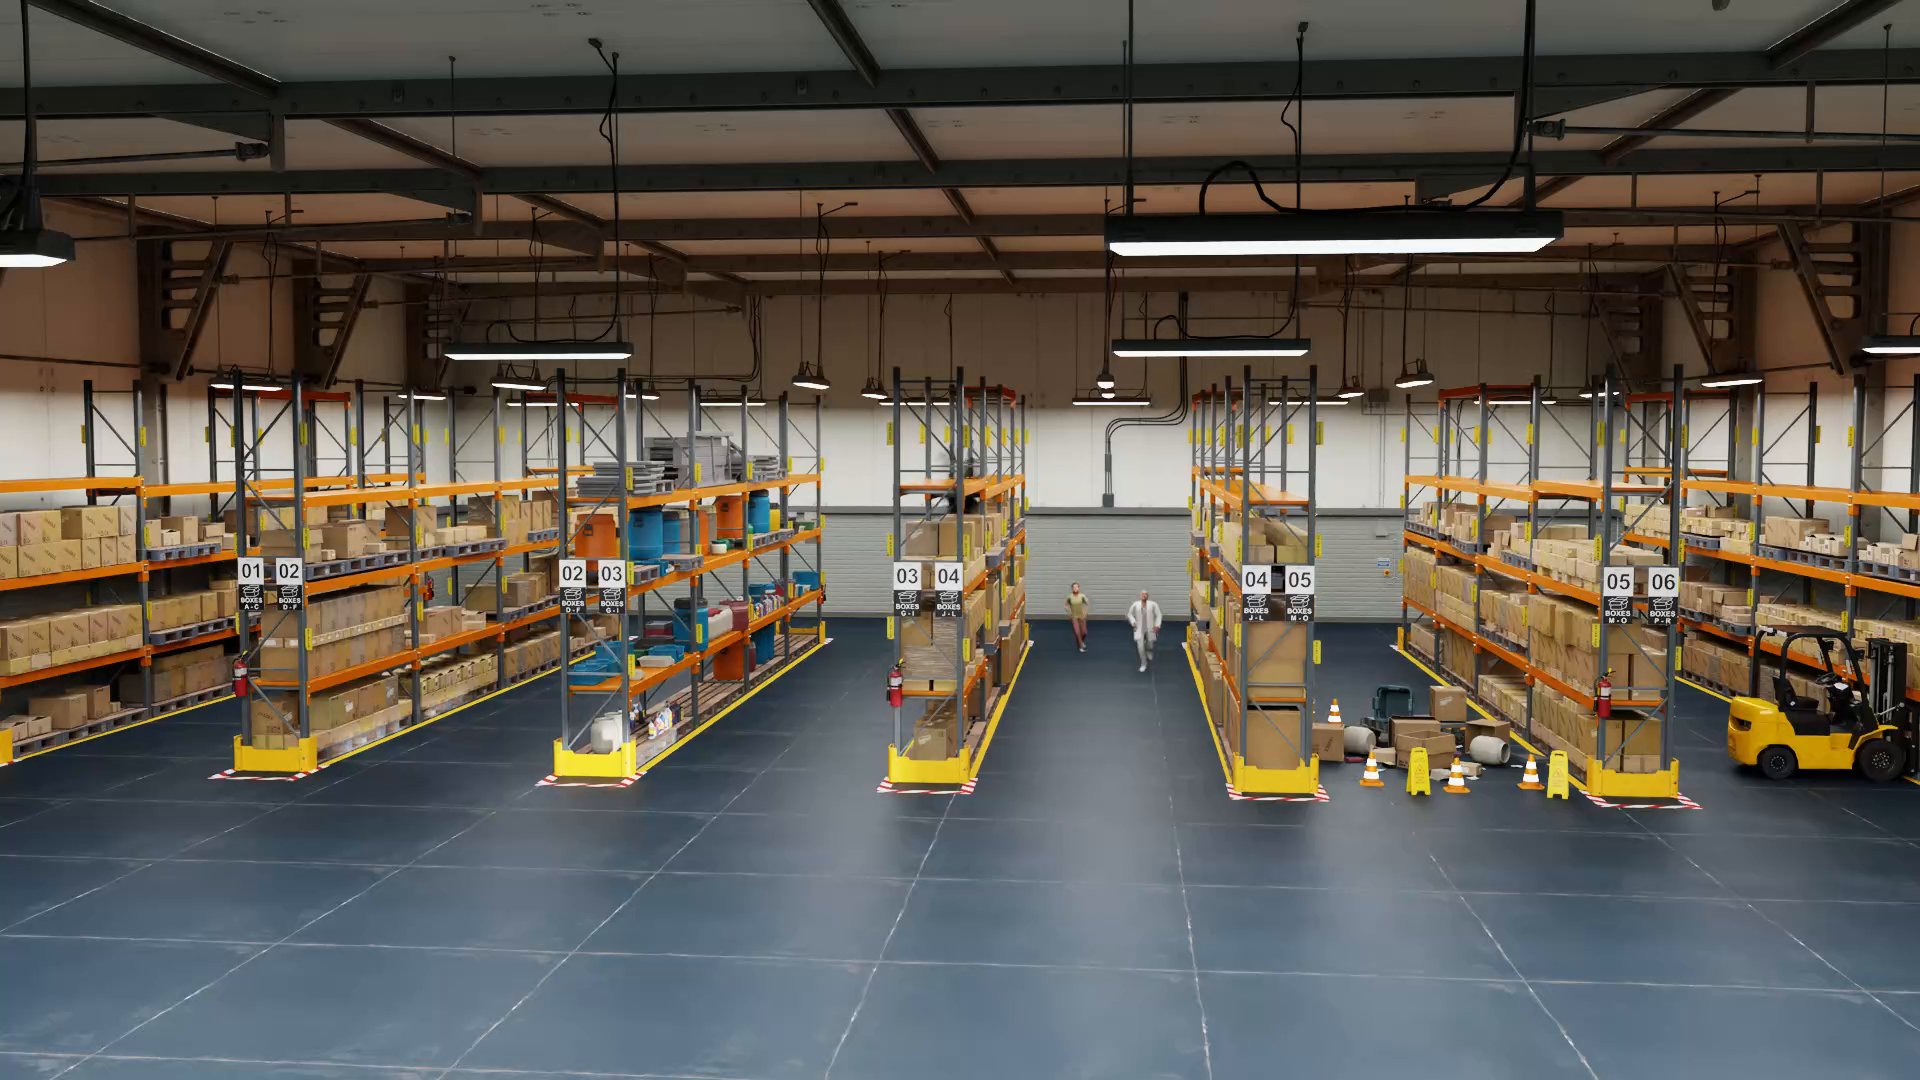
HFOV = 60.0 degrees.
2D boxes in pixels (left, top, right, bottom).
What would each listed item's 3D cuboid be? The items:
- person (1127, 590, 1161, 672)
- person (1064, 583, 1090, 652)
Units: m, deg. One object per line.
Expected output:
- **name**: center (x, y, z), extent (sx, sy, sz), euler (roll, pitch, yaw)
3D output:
- **person**: center (3.959, 1.935, 35.721), extent (0.730, 1.723, 0.640), euler (0, 4, 4)
- **person**: center (2.719, 1.797, 38.753), extent (0.614, 1.593, 0.585), euler (0, 4, -1)
